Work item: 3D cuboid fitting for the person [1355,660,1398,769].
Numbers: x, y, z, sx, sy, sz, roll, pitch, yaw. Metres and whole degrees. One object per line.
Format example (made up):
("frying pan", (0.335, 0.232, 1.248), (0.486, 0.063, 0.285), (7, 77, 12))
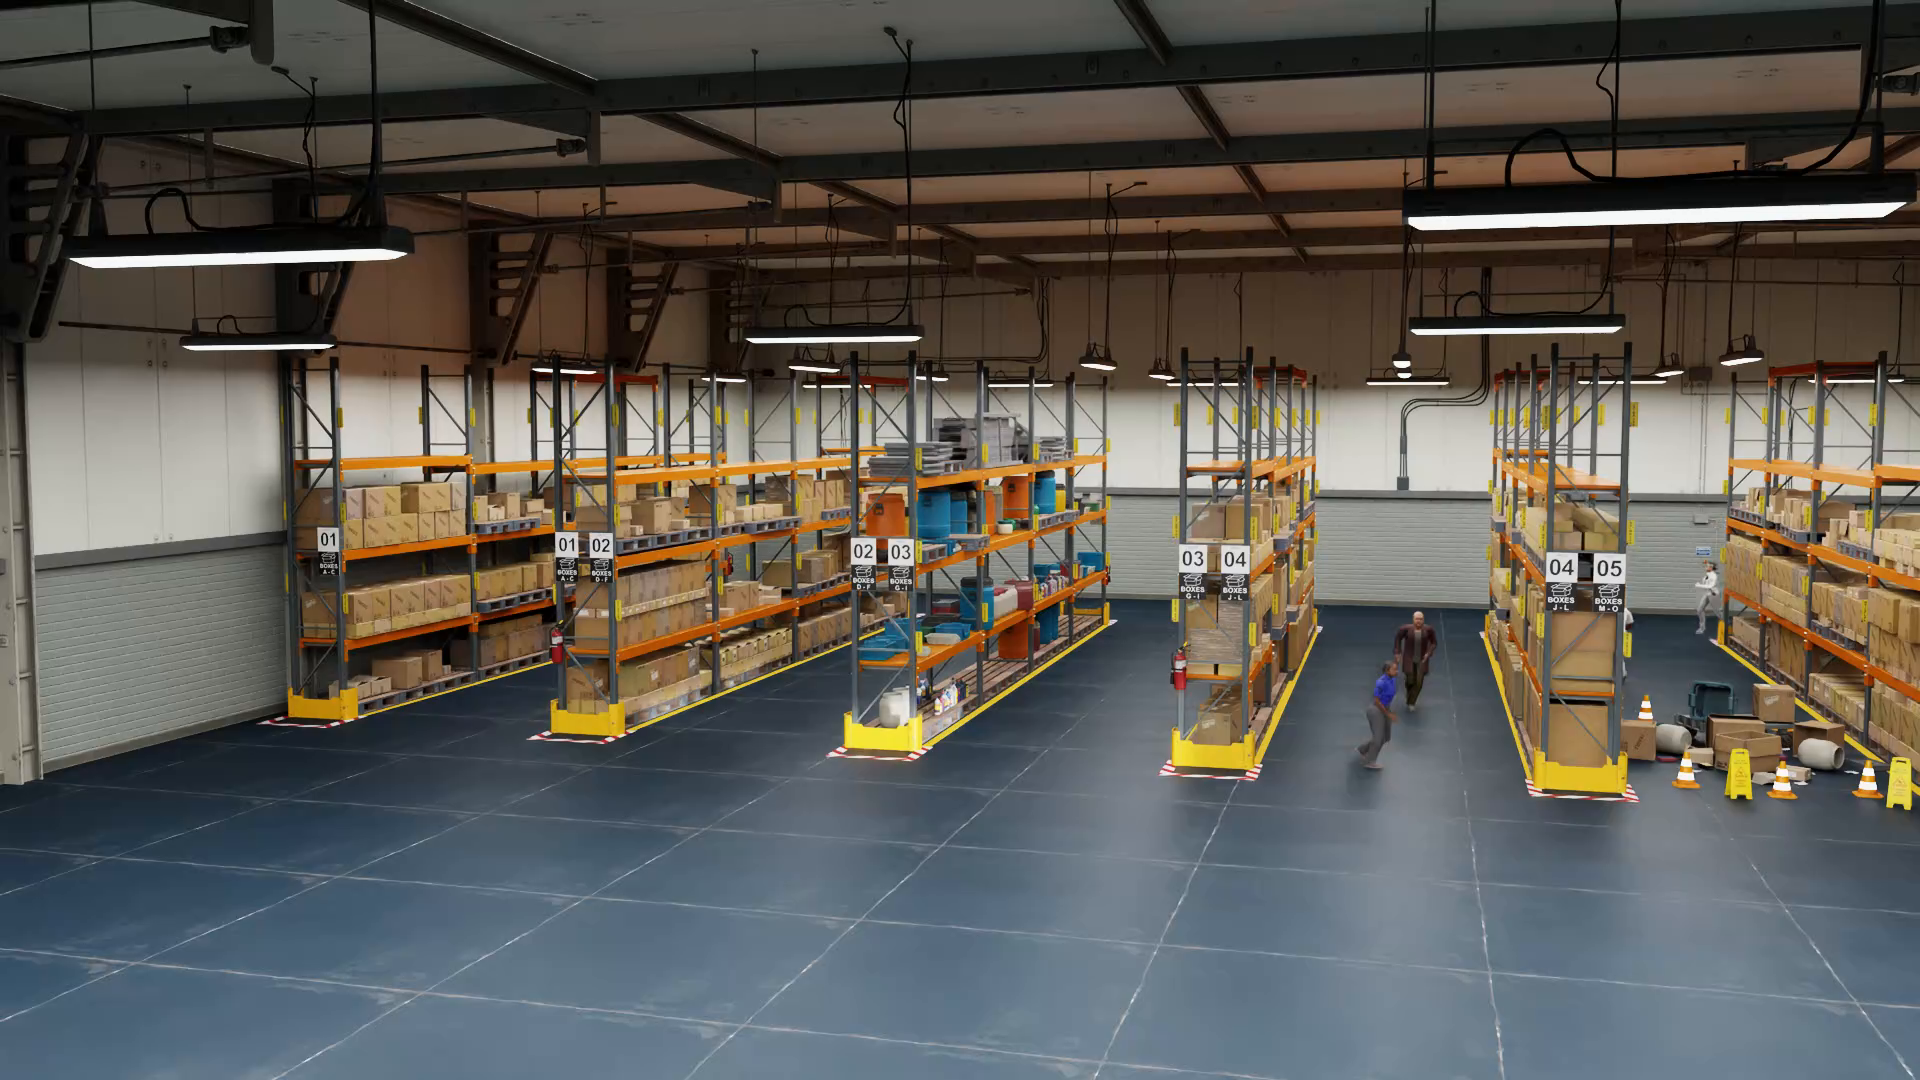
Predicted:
("person", (5.956, 2.473, 23.714), (0.745, 1.581, 0.551), (4, 6, 41))

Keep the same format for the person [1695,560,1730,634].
("person", (17.368, 1.339, 38.433), (0.817, 1.747, 0.584), (0, 4, 3))

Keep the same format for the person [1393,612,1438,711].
("person", (7.802, 2.061, 28.511), (0.696, 1.712, 0.717), (0, 4, 2))

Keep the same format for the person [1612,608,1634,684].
("person", (12.272, 1.866, 31.097), (0.697, 1.719, 0.829), (0, 4, 6))
